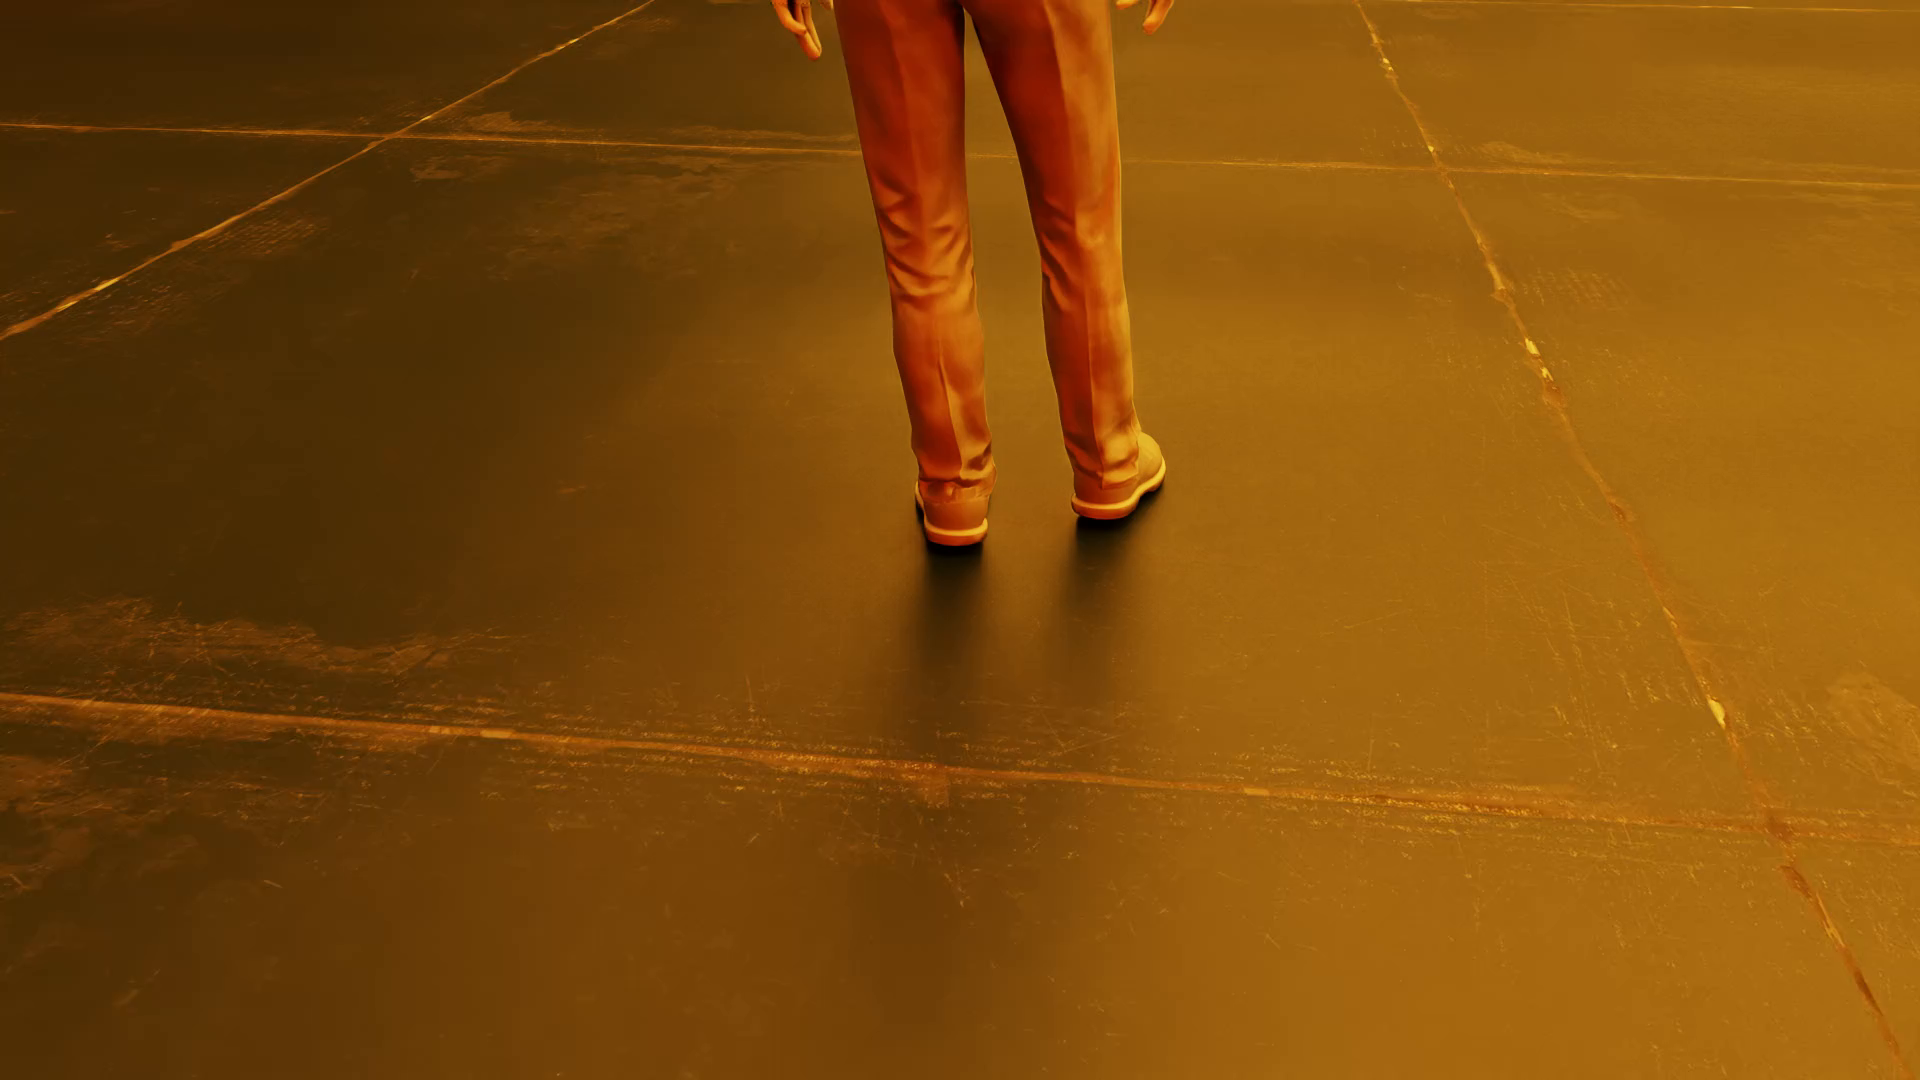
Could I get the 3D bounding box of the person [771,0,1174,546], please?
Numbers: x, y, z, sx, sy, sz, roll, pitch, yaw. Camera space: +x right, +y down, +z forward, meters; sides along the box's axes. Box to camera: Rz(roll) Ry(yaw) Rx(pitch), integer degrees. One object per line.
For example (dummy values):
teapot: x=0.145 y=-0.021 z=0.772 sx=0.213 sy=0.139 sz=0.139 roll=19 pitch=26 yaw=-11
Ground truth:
person: x=0.016 y=-0.794 z=2.178 sx=0.586 sy=1.694 sz=0.531 roll=3 pitch=27 yaw=7
